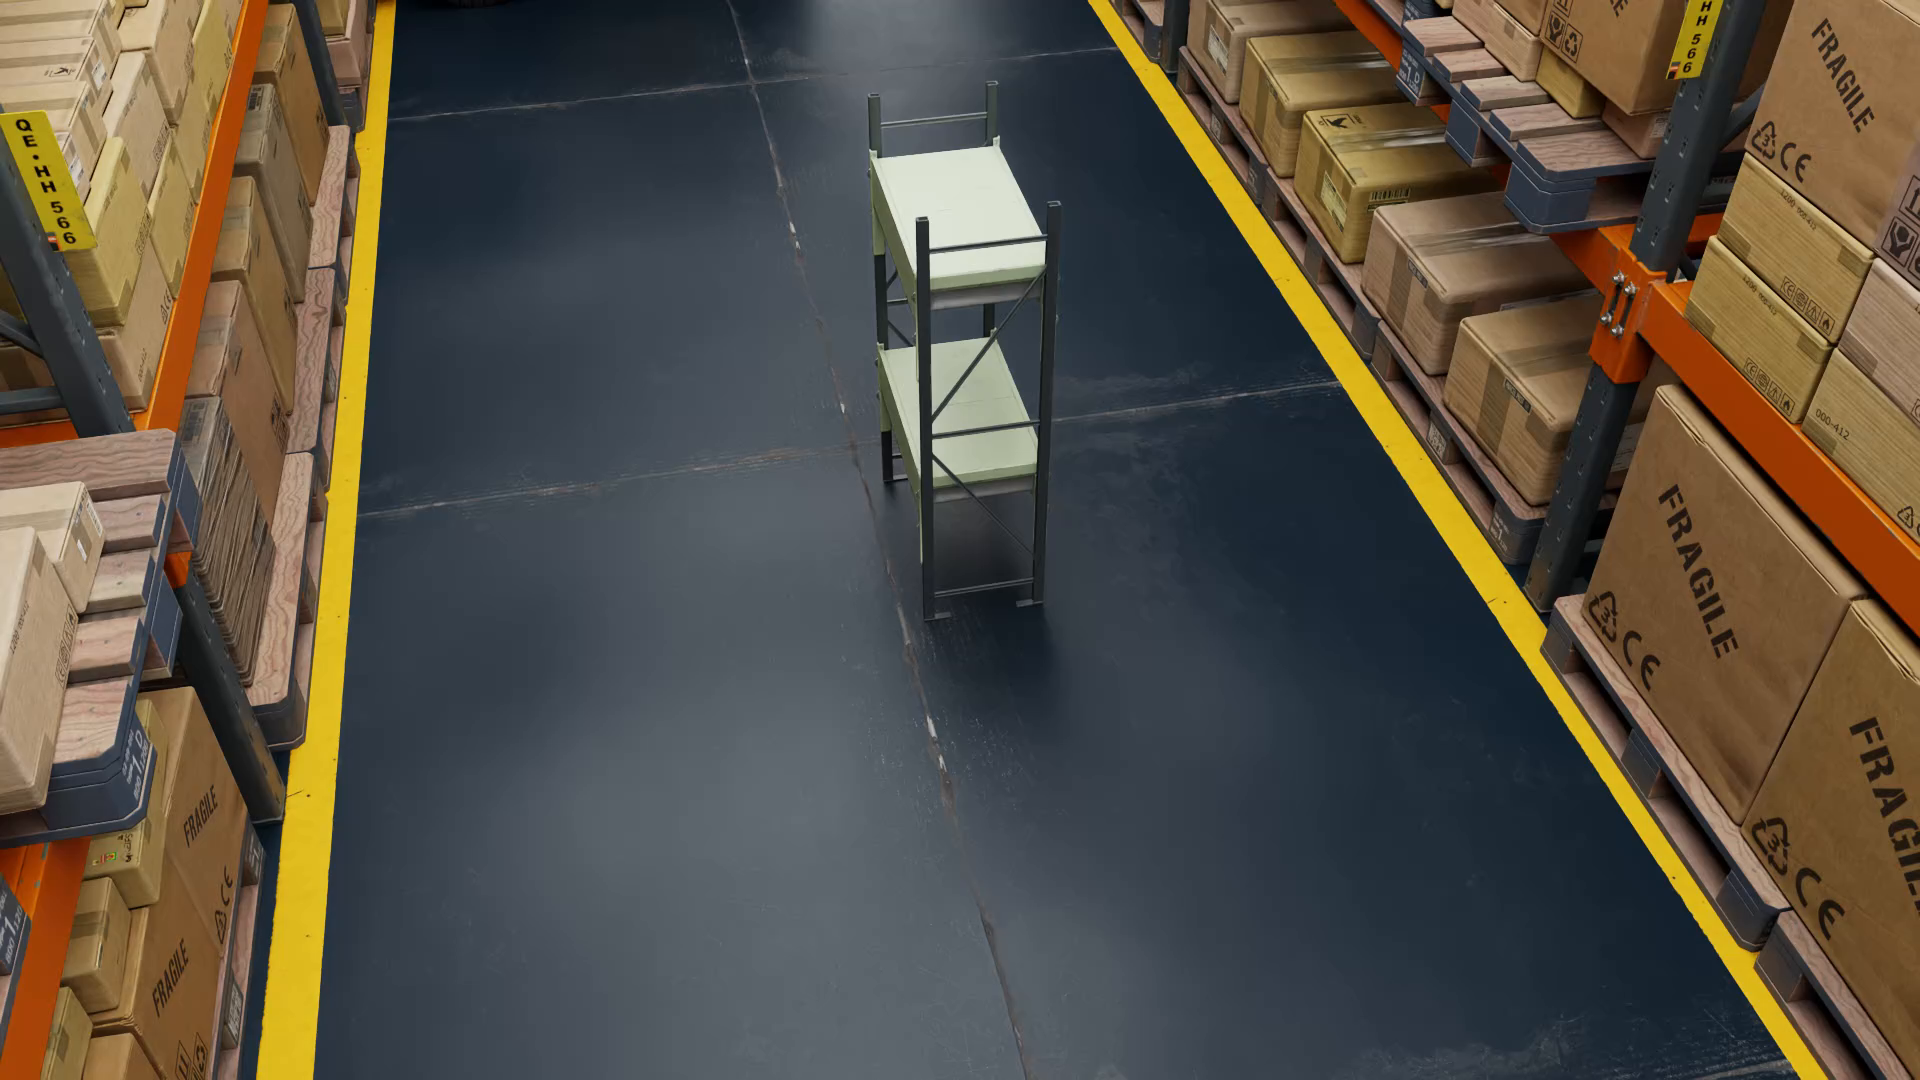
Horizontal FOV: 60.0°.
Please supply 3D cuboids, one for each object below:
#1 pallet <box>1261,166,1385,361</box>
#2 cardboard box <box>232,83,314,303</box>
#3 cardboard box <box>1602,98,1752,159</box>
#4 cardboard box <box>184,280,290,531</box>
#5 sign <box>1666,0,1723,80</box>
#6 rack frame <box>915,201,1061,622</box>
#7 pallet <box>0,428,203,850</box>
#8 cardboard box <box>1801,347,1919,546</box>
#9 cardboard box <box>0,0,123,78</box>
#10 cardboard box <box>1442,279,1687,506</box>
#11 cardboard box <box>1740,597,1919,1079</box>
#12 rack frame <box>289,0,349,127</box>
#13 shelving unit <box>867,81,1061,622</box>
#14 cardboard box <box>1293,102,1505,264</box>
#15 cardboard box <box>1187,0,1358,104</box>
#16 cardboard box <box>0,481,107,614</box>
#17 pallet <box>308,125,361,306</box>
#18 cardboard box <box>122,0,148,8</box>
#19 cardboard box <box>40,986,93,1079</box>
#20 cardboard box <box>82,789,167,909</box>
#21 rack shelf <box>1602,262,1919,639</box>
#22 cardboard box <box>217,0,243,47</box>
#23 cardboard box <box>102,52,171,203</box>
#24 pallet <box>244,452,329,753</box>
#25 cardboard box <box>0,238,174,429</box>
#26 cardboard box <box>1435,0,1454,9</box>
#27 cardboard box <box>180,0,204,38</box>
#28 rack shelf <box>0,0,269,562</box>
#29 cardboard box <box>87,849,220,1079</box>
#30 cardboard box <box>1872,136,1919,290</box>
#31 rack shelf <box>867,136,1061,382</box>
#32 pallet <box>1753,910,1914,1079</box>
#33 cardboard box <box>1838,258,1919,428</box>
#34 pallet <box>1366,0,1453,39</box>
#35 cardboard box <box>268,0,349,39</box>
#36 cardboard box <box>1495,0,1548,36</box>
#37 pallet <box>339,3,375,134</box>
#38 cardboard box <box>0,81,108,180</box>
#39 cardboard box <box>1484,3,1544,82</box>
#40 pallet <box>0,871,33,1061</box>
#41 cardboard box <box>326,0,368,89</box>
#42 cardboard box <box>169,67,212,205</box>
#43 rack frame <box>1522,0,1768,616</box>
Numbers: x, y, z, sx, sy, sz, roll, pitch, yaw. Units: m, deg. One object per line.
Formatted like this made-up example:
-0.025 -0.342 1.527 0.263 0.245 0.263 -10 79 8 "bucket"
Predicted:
1.953 -1.238 6.985 1.003 0.211 1.213 -8 42 -9 "pallet"
-3.046 -1.292 6.418 0.875 0.625 0.625 -9 42 -10 "cardboard box"
2.079 -1.226 4.745 0.380 0.149 0.250 -7 42 -8 "cardboard box"
-2.736 -0.369 5.378 0.875 0.625 0.625 -7 42 -8 "cardboard box"
1.852 -1.304 4.147 0.100 0.325 0.005 -8 42 -9 "sign"
0.078 -0.328 4.990 0.400 1.500 0.023 -8 42 -9 "rack frame"
-2.251 0.230 3.376 1.213 0.211 1.003 -8 42 -9 "pallet"
2.368 -0.245 3.879 0.500 0.250 0.500 -9 42 -11 "cardboard box"
-2.455 -1.303 4.394 0.380 0.149 0.250 -8 42 -9 "cardboard box"
2.268 -0.527 5.747 0.950 0.372 0.625 -11 43 -12 "cardboard box"
2.636 0.691 3.996 0.875 0.875 0.875 -8 42 -9 "cardboard box"
-3.329 -2.864 6.717 1.000 3.000 0.127 -8 42 -9 "rack frame"
-0.001 -0.565 5.257 0.431 1.500 0.755 -8 42 -9 "shelving unit"
1.942 -1.496 6.839 0.950 0.372 0.625 -7 42 -8 "cardboard box"
1.632 -2.412 7.871 0.950 0.372 0.625 -8 42 -9 "cardboard box"
-1.949 0.037 3.322 0.380 0.149 0.250 -8 42 -8 "cardboard box"
-3.132 -1.349 7.111 1.003 0.211 1.213 -8 42 -9 "pallet"
-2.536 -1.635 4.768 0.380 0.149 0.250 -8 42 -8 "cardboard box"
-1.996 1.075 3.357 0.380 0.149 0.250 -7 42 -8 "cardboard box"
-2.023 0.721 3.757 0.380 0.149 0.250 -10 43 -12 "cardboard box"
2.812 0.581 3.378 1.077 0.370 4.000 -8 42 -9 "rack shelf"
-2.774 -1.867 5.707 0.500 0.250 0.500 -8 42 -9 "cardboard box"
-2.430 -1.049 4.409 0.500 0.250 0.500 -7 42 -8 "cardboard box"
-2.606 0.233 5.329 1.003 0.211 1.213 -8 42 -9 "pallet"
-2.323 -0.537 4.209 0.500 0.250 0.500 -8 42 -9 "cardboard box"
1.733 -1.887 5.490 0.380 0.149 0.250 -8 42 -9 "cardboard box"
-2.660 -1.719 5.163 0.500 0.250 0.500 -8 42 -9 "cardboard box"
-2.898 -1.298 5.495 1.077 0.370 4.000 -8 42 -9 "rack shelf"
-2.067 1.076 3.845 0.500 0.500 0.500 -9 42 -10 "cardboard box"
2.364 -0.721 3.474 0.500 0.500 0.500 -8 42 -9 "cardboard box"
-0.001 -0.857 4.998 0.431 0.370 0.720 -8 42 -9 "rack shelf"
2.736 1.369 4.048 1.003 0.211 1.213 -8 42 -9 "pallet"
2.359 -0.416 3.696 0.500 0.250 0.500 -7 42 -8 "cardboard box"
1.913 -2.190 6.102 1.003 0.211 1.213 -8 42 -9 "pallet"
-3.132 -2.537 7.727 0.500 0.250 0.500 -9 42 -9 "cardboard box"
1.888 -1.879 4.991 0.500 0.500 0.500 -9 42 -10 "cardboard box"
-3.460 -2.342 8.230 1.003 0.211 1.213 -8 42 -9 "pallet"
-2.306 -0.973 4.022 0.380 0.149 0.250 -7 42 -8 "cardboard box"
1.853 -1.547 5.106 0.380 0.149 0.250 -9 42 -10 "cardboard box"
-2.042 1.061 2.440 1.003 0.211 1.213 -8 42 -9 "pallet"
-3.110 -2.353 7.897 0.500 0.250 0.500 -8 42 -9 "cardboard box"
-2.545 -1.197 4.952 0.500 0.250 0.500 -10 42 -11 "cardboard box"
2.380 -0.985 4.600 1.000 3.000 0.127 -8 42 -9 "rack frame"
